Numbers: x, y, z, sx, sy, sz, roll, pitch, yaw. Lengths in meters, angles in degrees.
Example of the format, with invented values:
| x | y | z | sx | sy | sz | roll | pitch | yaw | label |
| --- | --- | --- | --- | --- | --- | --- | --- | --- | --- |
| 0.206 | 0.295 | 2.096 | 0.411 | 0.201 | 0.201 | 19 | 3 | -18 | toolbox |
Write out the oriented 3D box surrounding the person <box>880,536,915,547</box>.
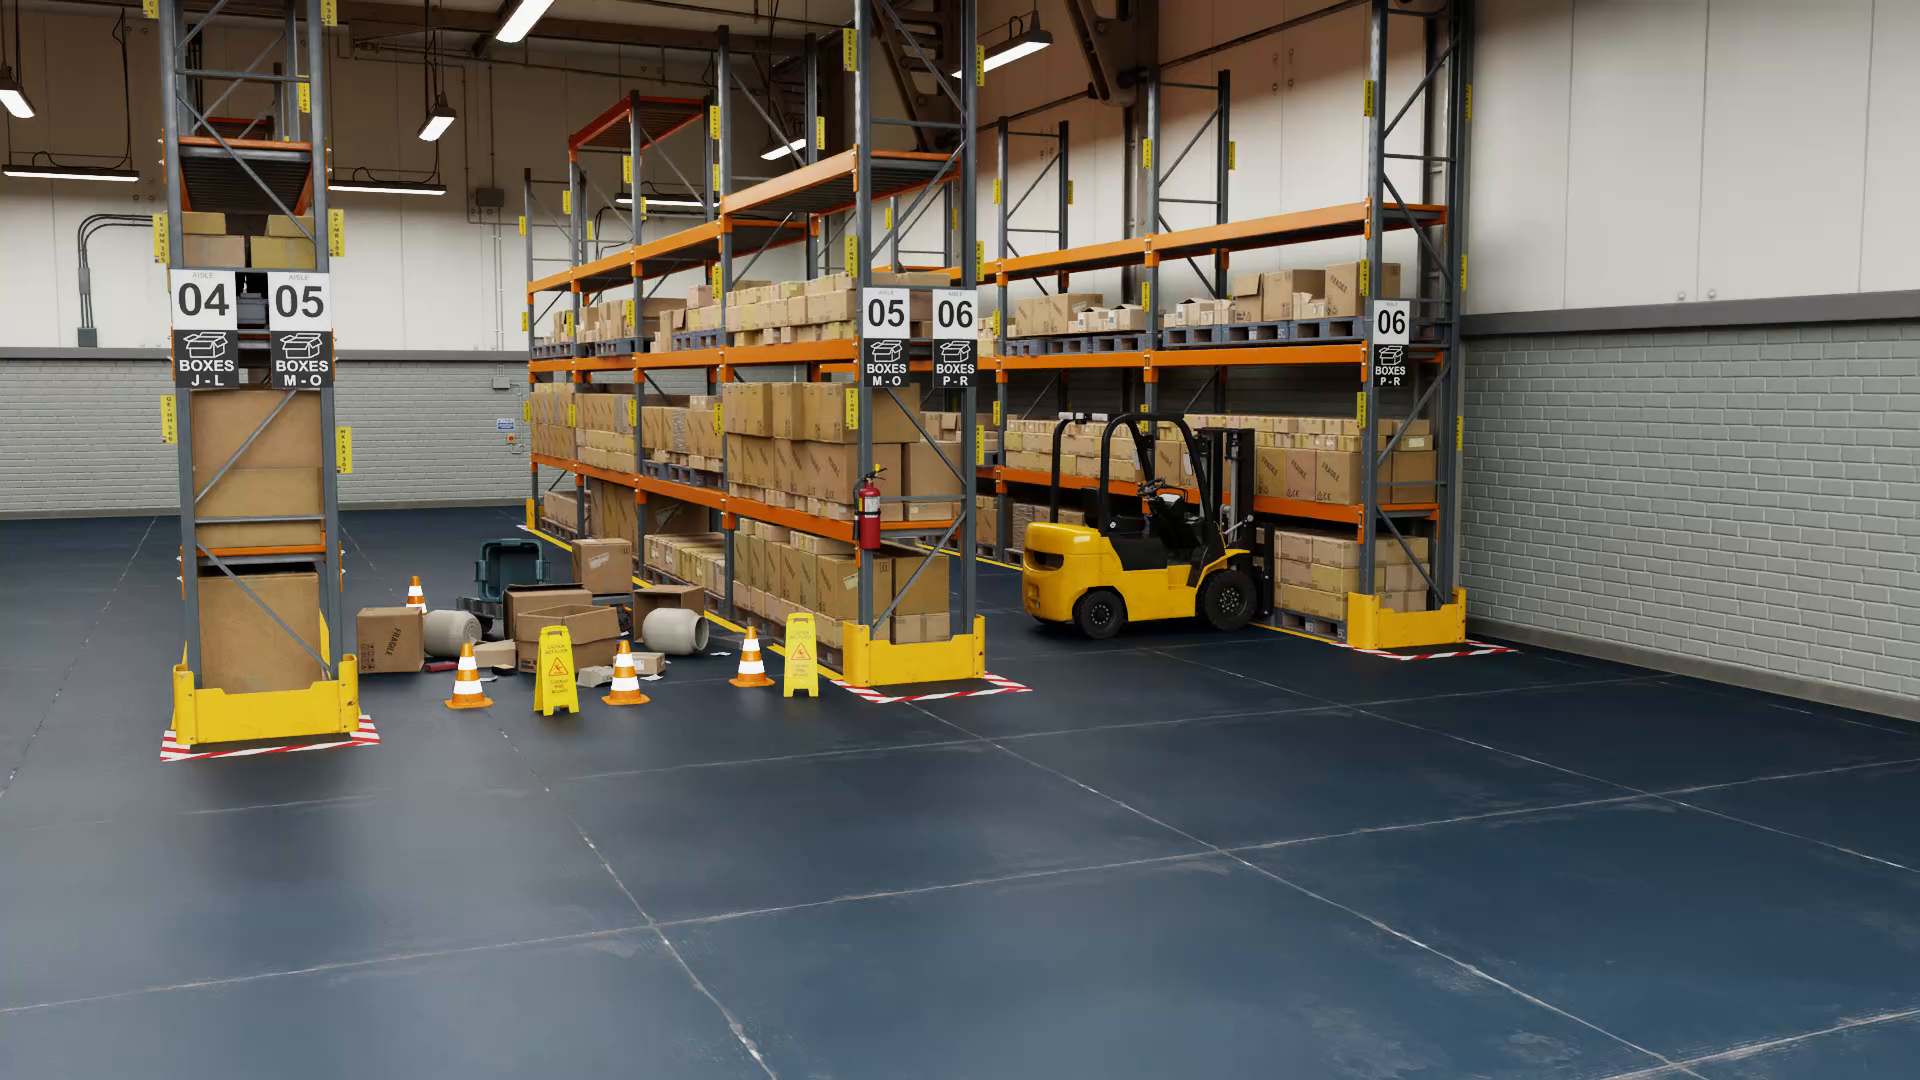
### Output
| x | y | z | sx | sy | sz | roll | pitch | yaw | label |
| --- | --- | --- | --- | --- | --- | --- | --- | --- | --- |
| -0.718 | -0.139 | 18.135 | 0.505 | 1.763 | 0.558 | -2 | 6 | -24 | person |
